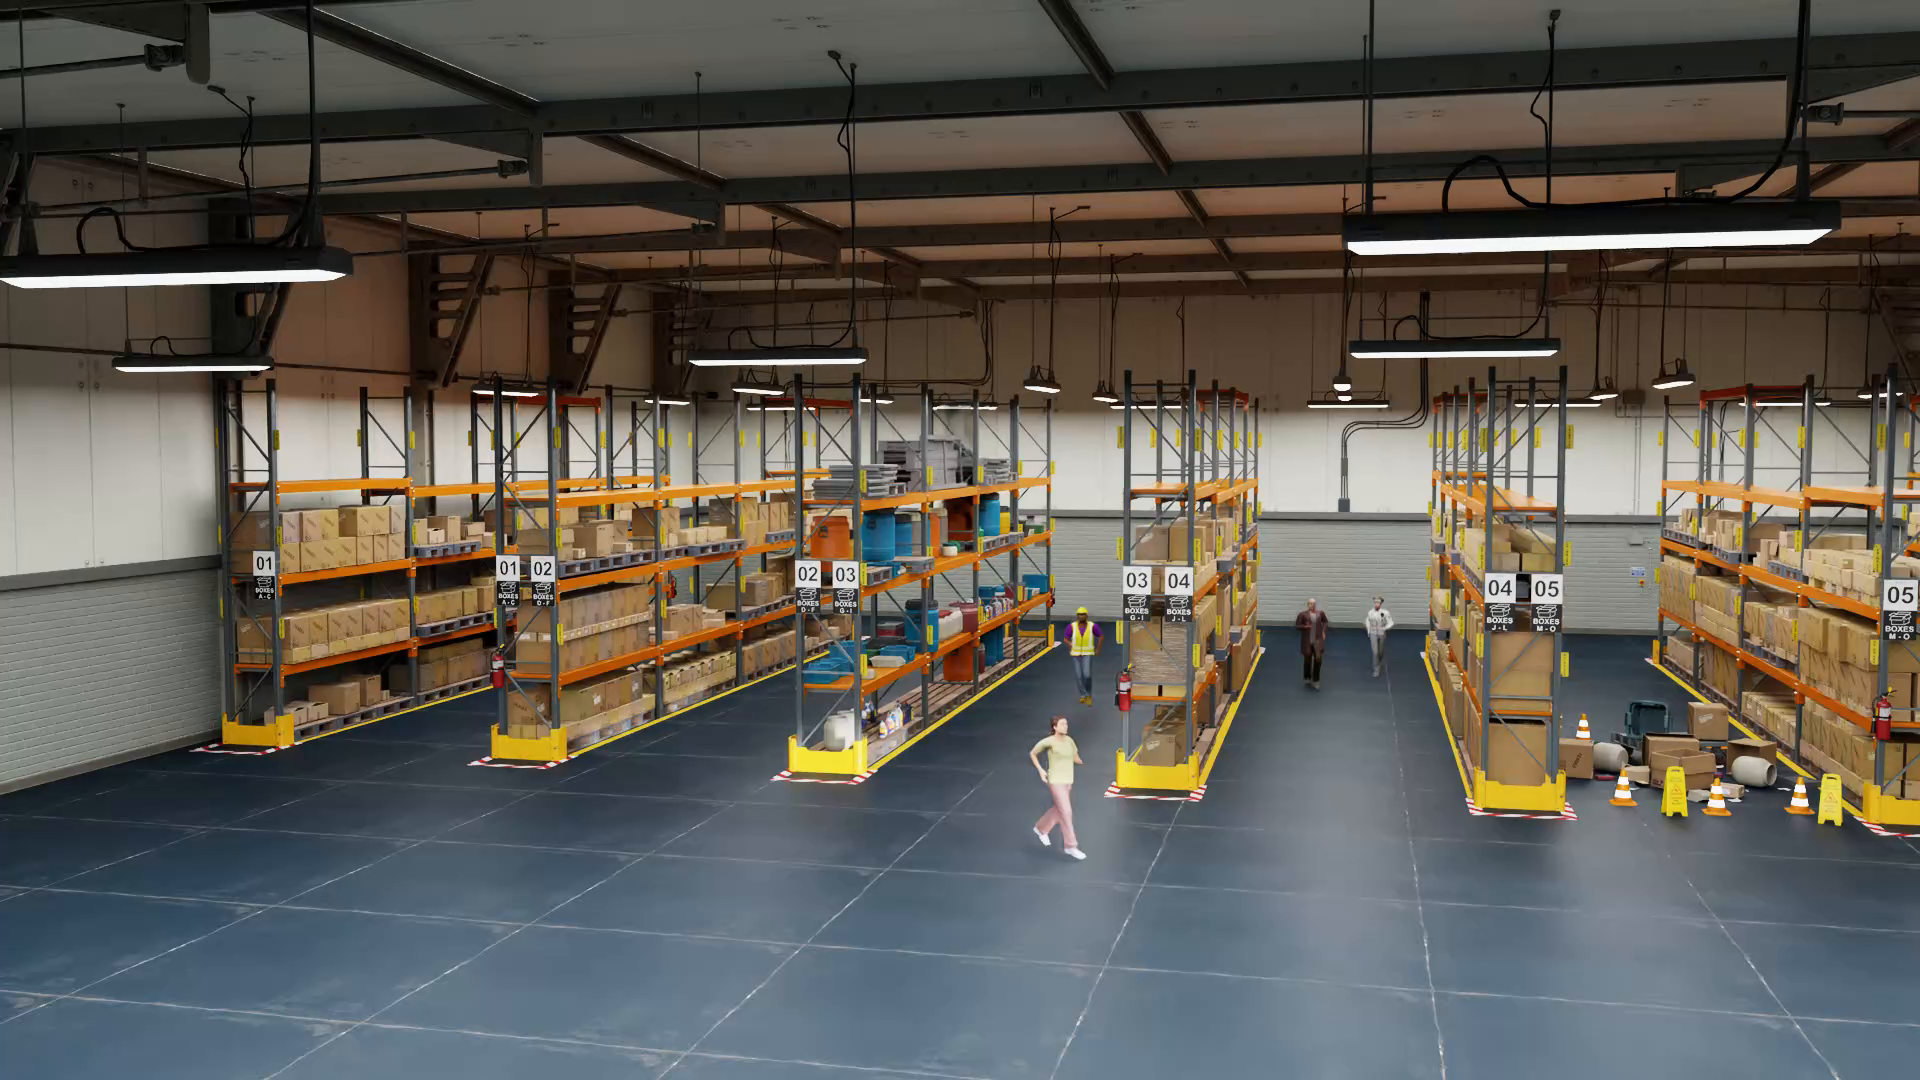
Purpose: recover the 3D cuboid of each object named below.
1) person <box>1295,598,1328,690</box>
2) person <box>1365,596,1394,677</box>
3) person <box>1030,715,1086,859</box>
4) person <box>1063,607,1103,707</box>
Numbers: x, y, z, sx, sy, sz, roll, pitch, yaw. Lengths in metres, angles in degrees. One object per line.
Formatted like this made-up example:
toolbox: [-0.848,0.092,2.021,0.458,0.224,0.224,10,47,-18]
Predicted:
person: [7.111,2.095,33.617,0.686,1.837,0.805,0,3,6]
person: [8.953,2.042,35.525,0.538,1.696,0.757,1,4,21]
person: [1.203,2.932,20.058,0.577,1.663,0.947,-3,5,-42]
person: [2.167,2.075,29.575,0.685,1.765,0.694,1,4,13]
